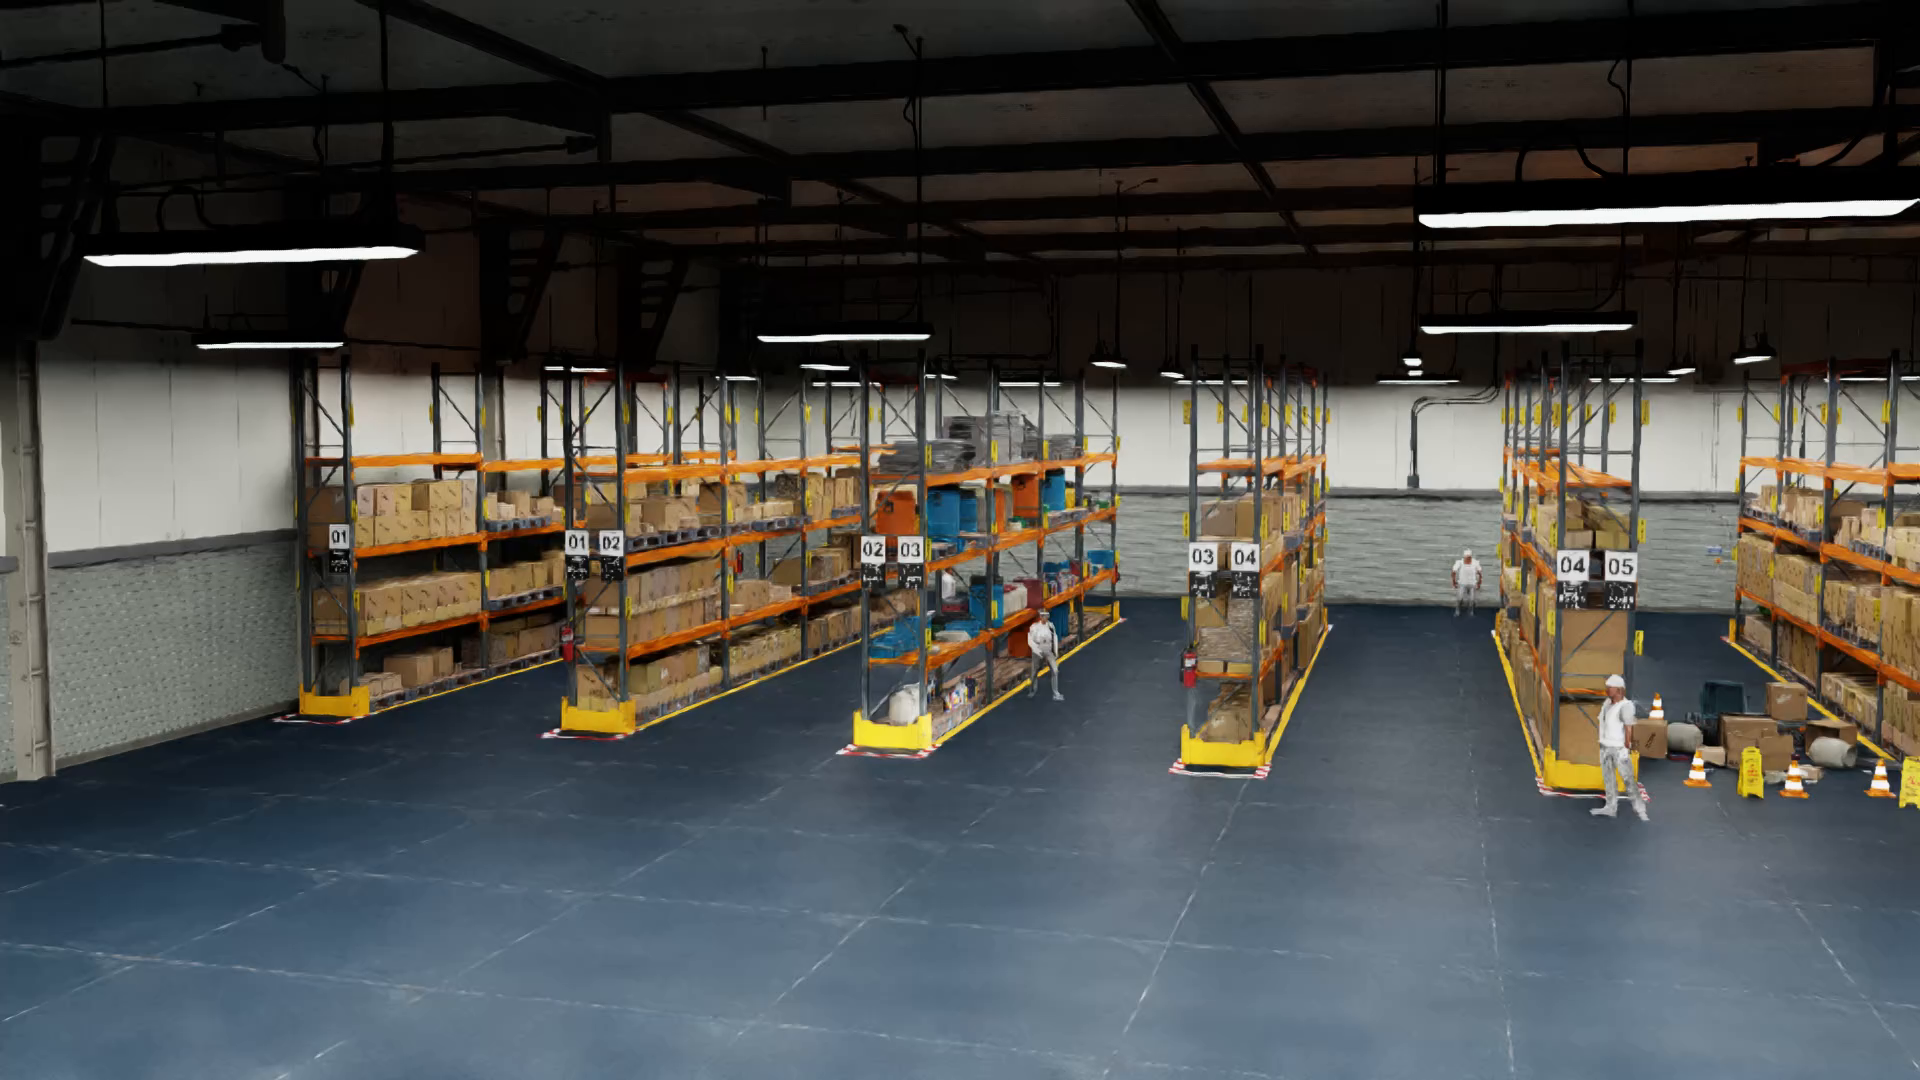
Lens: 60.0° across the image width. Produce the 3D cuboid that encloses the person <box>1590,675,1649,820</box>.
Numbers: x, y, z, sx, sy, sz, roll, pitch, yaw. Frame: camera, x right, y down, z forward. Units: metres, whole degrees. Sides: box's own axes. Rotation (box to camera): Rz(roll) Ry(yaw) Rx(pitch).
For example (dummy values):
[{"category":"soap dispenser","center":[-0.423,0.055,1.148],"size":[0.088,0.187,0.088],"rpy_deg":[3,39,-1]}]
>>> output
[{"category":"person","center":[8.231,2.572,20.668],"size":[0.494,1.784,0.747],"rpy_deg":[-1,4,-15]}]

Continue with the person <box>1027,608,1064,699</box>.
[{"category":"person","center":[1.469,1.992,29.357],"size":[0.629,1.614,0.758],"rpy_deg":[-1,4,-8]}]

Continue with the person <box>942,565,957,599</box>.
[{"category":"person","center":[-0.203,1.394,36.020],"size":[0.522,1.788,0.654],"rpy_deg":[-1,4,-11]}]

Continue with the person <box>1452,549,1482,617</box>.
[{"category":"person","center":[12.534,1.070,41.136],"size":[0.719,1.714,0.572],"rpy_deg":[1,4,14]}]

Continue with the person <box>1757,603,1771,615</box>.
[{"category":"person","center":[18.595,1.232,38.290],"size":[0.462,1.780,0.698],"rpy_deg":[-1,4,-17]}]
